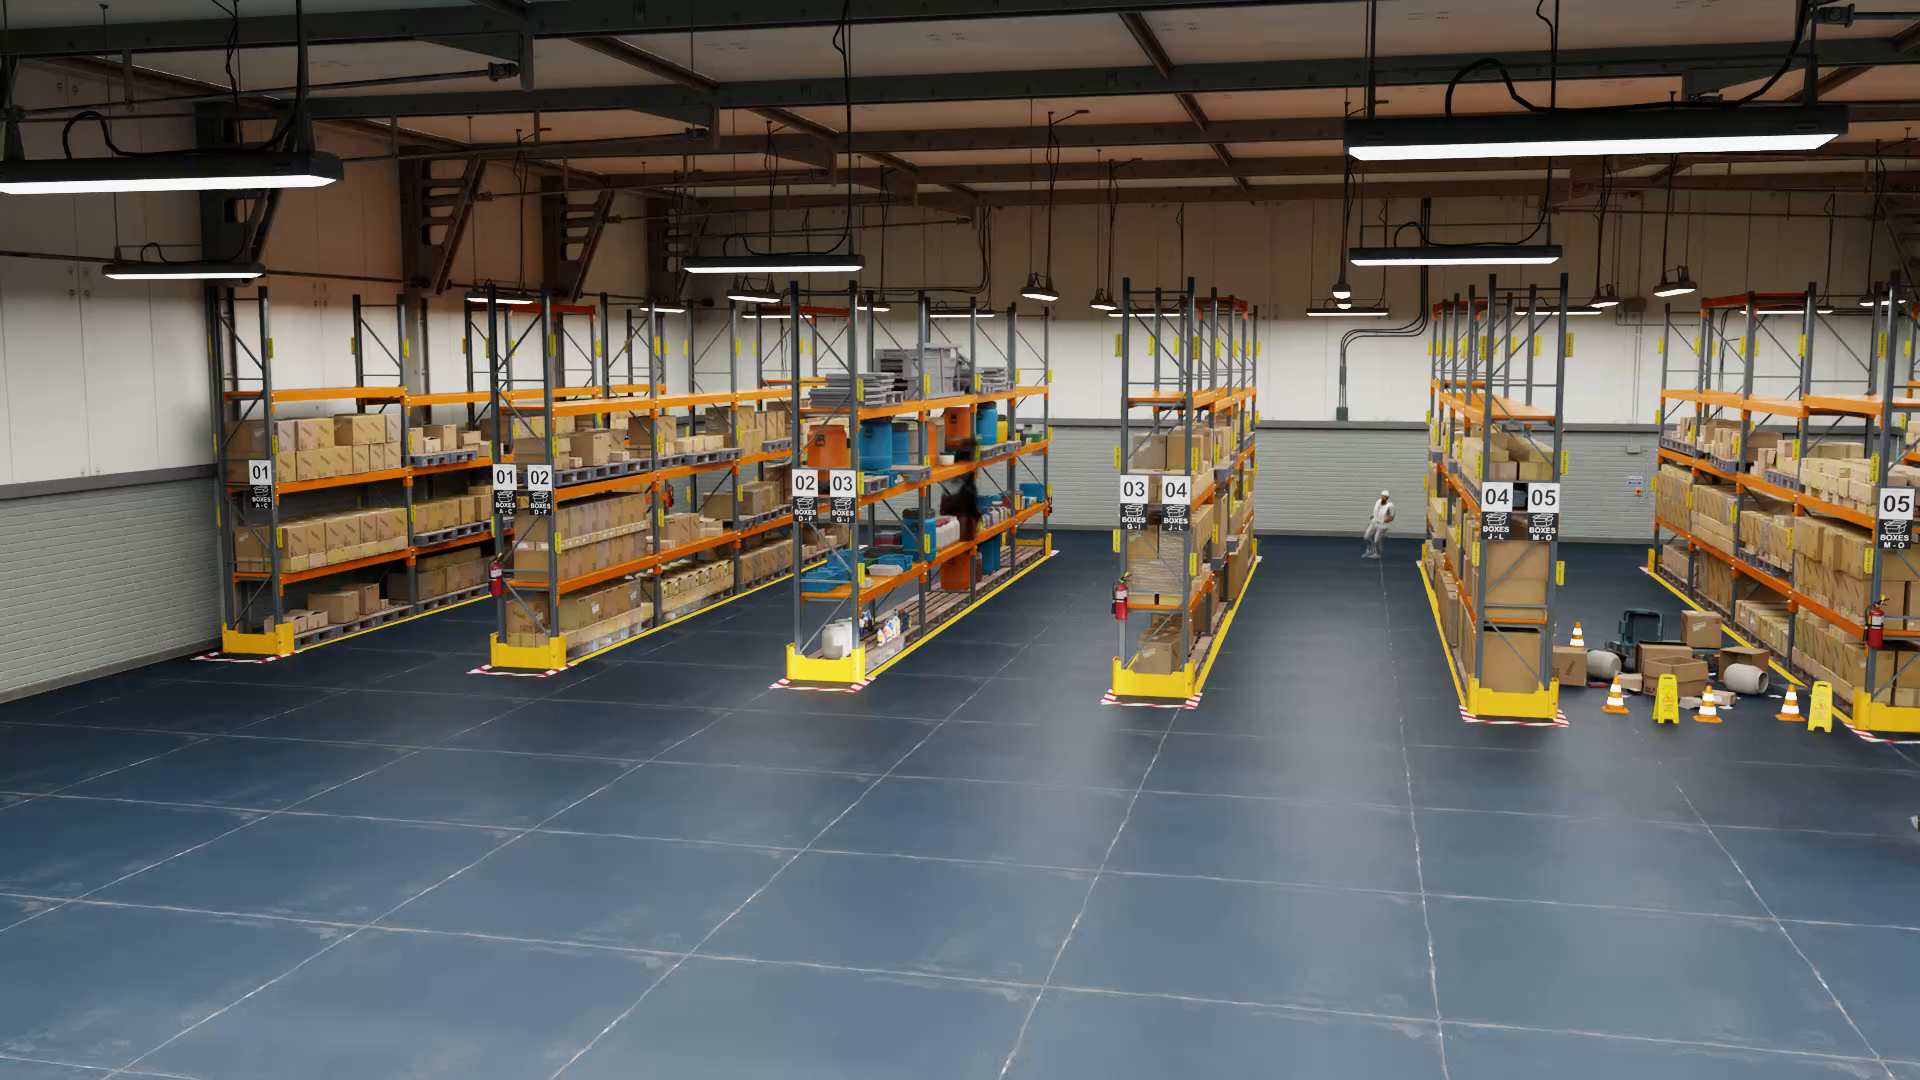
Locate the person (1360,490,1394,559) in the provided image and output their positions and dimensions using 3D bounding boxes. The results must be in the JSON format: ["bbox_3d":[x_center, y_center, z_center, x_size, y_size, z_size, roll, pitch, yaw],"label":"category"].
[{"bbox_3d":[9.917,-0.356,39.346,0.630,1.686,0.852,-5,8,-34],"label":"person"}]
